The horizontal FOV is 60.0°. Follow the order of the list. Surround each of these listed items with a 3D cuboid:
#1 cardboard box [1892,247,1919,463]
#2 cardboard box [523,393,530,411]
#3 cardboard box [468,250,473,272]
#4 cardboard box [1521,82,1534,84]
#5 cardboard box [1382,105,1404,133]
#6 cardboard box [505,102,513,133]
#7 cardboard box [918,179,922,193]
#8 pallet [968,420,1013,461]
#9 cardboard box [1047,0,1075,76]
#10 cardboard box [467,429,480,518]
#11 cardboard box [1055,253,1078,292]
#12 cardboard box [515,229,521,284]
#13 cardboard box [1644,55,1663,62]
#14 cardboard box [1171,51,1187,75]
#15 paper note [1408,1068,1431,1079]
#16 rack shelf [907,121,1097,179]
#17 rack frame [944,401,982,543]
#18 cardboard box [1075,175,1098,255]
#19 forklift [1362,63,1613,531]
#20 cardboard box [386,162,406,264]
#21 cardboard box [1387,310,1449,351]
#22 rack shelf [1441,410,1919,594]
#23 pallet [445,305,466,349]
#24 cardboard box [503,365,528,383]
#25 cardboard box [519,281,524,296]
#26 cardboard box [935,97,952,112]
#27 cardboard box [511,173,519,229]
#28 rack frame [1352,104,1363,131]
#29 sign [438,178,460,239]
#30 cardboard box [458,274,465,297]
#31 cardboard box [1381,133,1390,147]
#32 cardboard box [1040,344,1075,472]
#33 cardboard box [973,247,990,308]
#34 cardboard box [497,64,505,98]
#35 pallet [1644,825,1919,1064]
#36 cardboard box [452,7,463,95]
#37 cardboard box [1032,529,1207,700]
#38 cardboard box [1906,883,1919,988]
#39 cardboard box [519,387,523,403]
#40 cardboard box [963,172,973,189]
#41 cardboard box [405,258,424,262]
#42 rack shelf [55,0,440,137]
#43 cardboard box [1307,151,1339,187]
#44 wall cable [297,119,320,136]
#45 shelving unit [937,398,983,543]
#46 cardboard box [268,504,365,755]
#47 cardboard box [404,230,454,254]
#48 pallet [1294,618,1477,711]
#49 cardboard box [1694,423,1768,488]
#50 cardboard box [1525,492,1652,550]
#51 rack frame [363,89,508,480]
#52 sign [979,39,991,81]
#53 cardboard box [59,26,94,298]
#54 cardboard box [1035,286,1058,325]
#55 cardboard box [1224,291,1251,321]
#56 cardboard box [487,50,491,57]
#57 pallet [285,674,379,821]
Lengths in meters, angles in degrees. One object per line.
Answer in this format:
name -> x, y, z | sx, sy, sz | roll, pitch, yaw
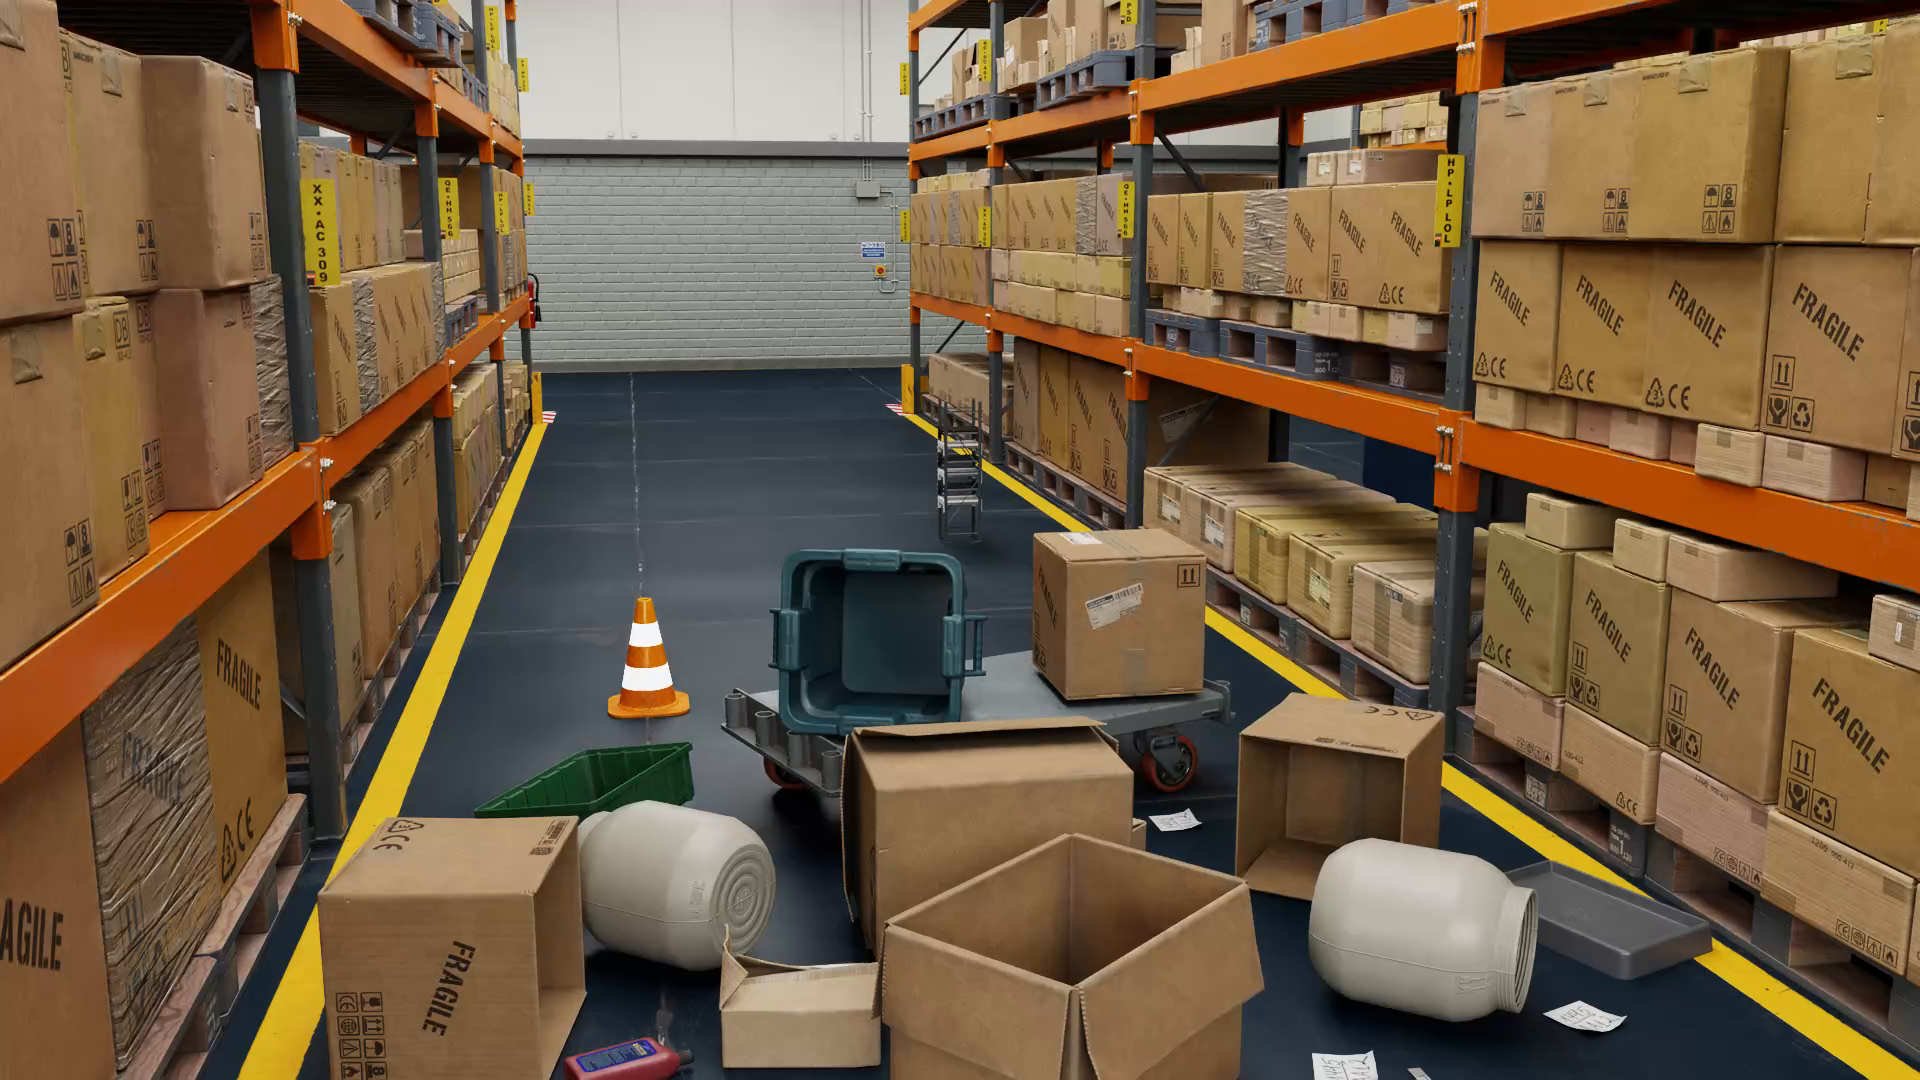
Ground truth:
cardboard box -> 2.518, -0.405, 3.741 | 0.500, 0.500, 0.500 | -2, 11, -11
cardboard box -> -4.411, -1.346, 16.247 | 0.380, 0.149, 0.250 | -2, 11, -9
cardboard box -> -3.720, -2.008, 11.979 | 0.380, 0.149, 0.250 | -2, 11, -9
cardboard box -> 5.281, -4.194, 14.956 | 0.500, 0.250, 0.500 | -2, 11, -11
cardboard box -> 4.774, -4.415, 17.451 | 0.500, 0.250, 0.500 | -2, 11, -10
cardboard box -> -4.207, -3.717, 14.582 | 0.500, 0.250, 0.500 | -2, 11, -8
cardboard box -> -0.234, -3.655, 17.200 | 0.380, 0.149, 0.250 | -2, 11, -10
pallet -> 0.676, -0.910, 14.913 | 1.003, 0.211, 1.213 | -2, 11, -11
cardboard box -> 0.898, -3.446, 11.364 | 0.500, 0.500, 0.500 | -2, 11, -10
cardboard box -> -3.300, -0.415, 10.415 | 0.500, 0.500, 0.500 | -2, 11, -10
cardboard box -> 0.958, -1.842, 11.418 | 0.500, 0.250, 0.500 | -2, 11, -12
cardboard box -> -4.324, -2.607, 15.311 | 0.500, 0.500, 0.500 | -2, 11, -11
cardboard box -> 5.561, -3.766, 12.923 | 0.380, 0.149, 0.250 | -2, 11, -11
cardboard box -> 1.419, -2.690, 9.457 | 0.380, 0.149, 0.250 | -2, 11, -11
paper note -> 1.102, 1.281, 3.938 | 0.032, 0.001, 0.123 | -2, 11, -11
rack shelf -> 0.358, -3.624, 15.618 | 1.077, 0.370, 4.000 | -2, 11, -11
rack frame -> 0.018, -0.425, 10.522 | 0.240, 0.900, 0.006 | -2, 11, -11
cardboard box -> 1.060, -2.123, 10.888 | 0.500, 0.500, 0.500 | -2, 11, -10
forklift -> 3.338, -1.199, 9.156 | 1.130, 2.935, 3.031 | -2, 11, -10
cardboard box -> -3.234, -1.663, 8.470 | 0.700, 0.500, 0.500 | -2, 11, -11
cardboard box -> 1.932, -0.837, 6.623 | 0.380, 0.149, 0.250 | -2, 11, -10
rack shelf -> 2.692, 0.050, 4.336 | 1.077, 0.370, 4.000 | -2, 11, -11
pallet -> -3.554, -1.238, 9.691 | 1.213, 0.211, 1.003 | -2, 11, -11
cardboard box -> -4.348, -1.592, 15.947 | 0.380, 0.149, 0.250 | -2, 11, -12
cardboard box -> -4.526, -2.500, 16.479 | 0.380, 0.149, 0.250 | -2, 11, -11
cardboard box -> -0.045, -4.269, 16.361 | 0.380, 0.149, 0.250 | -2, 11, -9
cardboard box -> -4.326, -3.096, 15.204 | 0.500, 0.500, 0.500 | -2, 11, -8
rack frame -> 4.837, -5.999, 18.150 | 1.000, 3.000, 0.127 | -2, 11, -11
sign -> -2.767, -1.795, 9.008 | 0.100, 0.325, 0.005 | -2, 11, -11
cardboard box -> -3.561, -1.717, 11.246 | 0.380, 0.149, 0.250 | -2, 11, -9
cardboard box -> 4.748, -4.288, 17.855 | 0.380, 0.149, 0.250 | -2, 11, -10
cardboard box -> 1.129, -1.024, 12.613 | 0.875, 0.875, 0.875 | -2, 11, -9
cardboard box -> 0.406, -2.262, 14.293 | 0.500, 0.500, 0.500 | -2, 11, -10
cardboard box -> -4.124, -3.866, 14.026 | 0.500, 0.250, 0.500 | -2, 11, -10
pallet -> 2.709, 1.046, 4.638 | 1.003, 0.211, 1.213 | -2, 11, -11
cardboard box -> -3.368, -3.025, 10.279 | 0.500, 0.500, 0.500 | -2, 11, -11
cardboard box -> 0.563, 0.256, 5.990 | 0.500, 0.500, 0.500 | -2, 11, -11
cardboard box -> 2.567, 0.974, 3.787 | 0.500, 0.250, 0.500 | -2, 11, -11
cardboard box -> -4.268, -1.348, 15.464 | 0.380, 0.149, 0.250 | -2, 11, -10
cardboard box -> 0.240, -3.230, 14.969 | 0.380, 0.149, 0.250 | -2, 11, -11
cardboard box -> -3.208, -1.530, 9.467 | 0.380, 0.149, 0.250 | -2, 11, -8
rack shelf -> -2.922, -1.959, 6.866 | 1.077, 0.370, 4.000 | -2, 11, -11
cardboard box -> 1.768, -1.642, 7.382 | 0.380, 0.149, 0.250 | -3, 11, -13
wall cable -> -7.471, -8.201, 21.111 | 2.277, 5.999, 0.120 | -2, 11, -11
shelving unit -> -0.002, -0.444, 10.620 | 0.258, 0.900, 0.210 | -2, 11, -11
cardboard box -> -2.742, 0.317, 5.904 | 1.050, 0.750, 0.750 | -2, 11, -11
cardboard box -> -3.468, -1.913, 10.684 | 0.380, 0.149, 0.250 | -2, 11, -9
pallet -> 2.150, 0.557, 7.206 | 1.003, 0.211, 1.213 | -2, 11, -11
cardboard box -> 2.289, -0.242, 4.620 | 0.380, 0.149, 0.250 | -2, 11, -11
cardboard box -> 2.118, -0.070, 5.531 | 0.380, 0.149, 0.250 | -2, 11, -10
rack frame -> -4.089, -1.939, 12.861 | 1.000, 3.000, 0.127 | -2, 11, -11
sign -> 0.203, -3.883, 13.461 | 0.100, 0.325, 0.005 | -2, 11, -11
cardboard box -> -2.193, -0.709, 3.112 | 0.875, 0.550, 0.500 | -2, 11, -11
cardboard box -> 0.848, -1.692, 11.965 | 0.500, 0.250, 0.500 | -2, 11, -12
cardboard box -> 1.592, -1.223, 8.648 | 0.380, 0.149, 0.250 | -1, 11, -8
cardboard box -> -4.039, -3.987, 13.596 | 0.380, 0.149, 0.250 | -2, 11, -13
pallet -> -2.757, 0.759, 6.142 | 1.003, 0.211, 1.213 | -2, 11, -11
